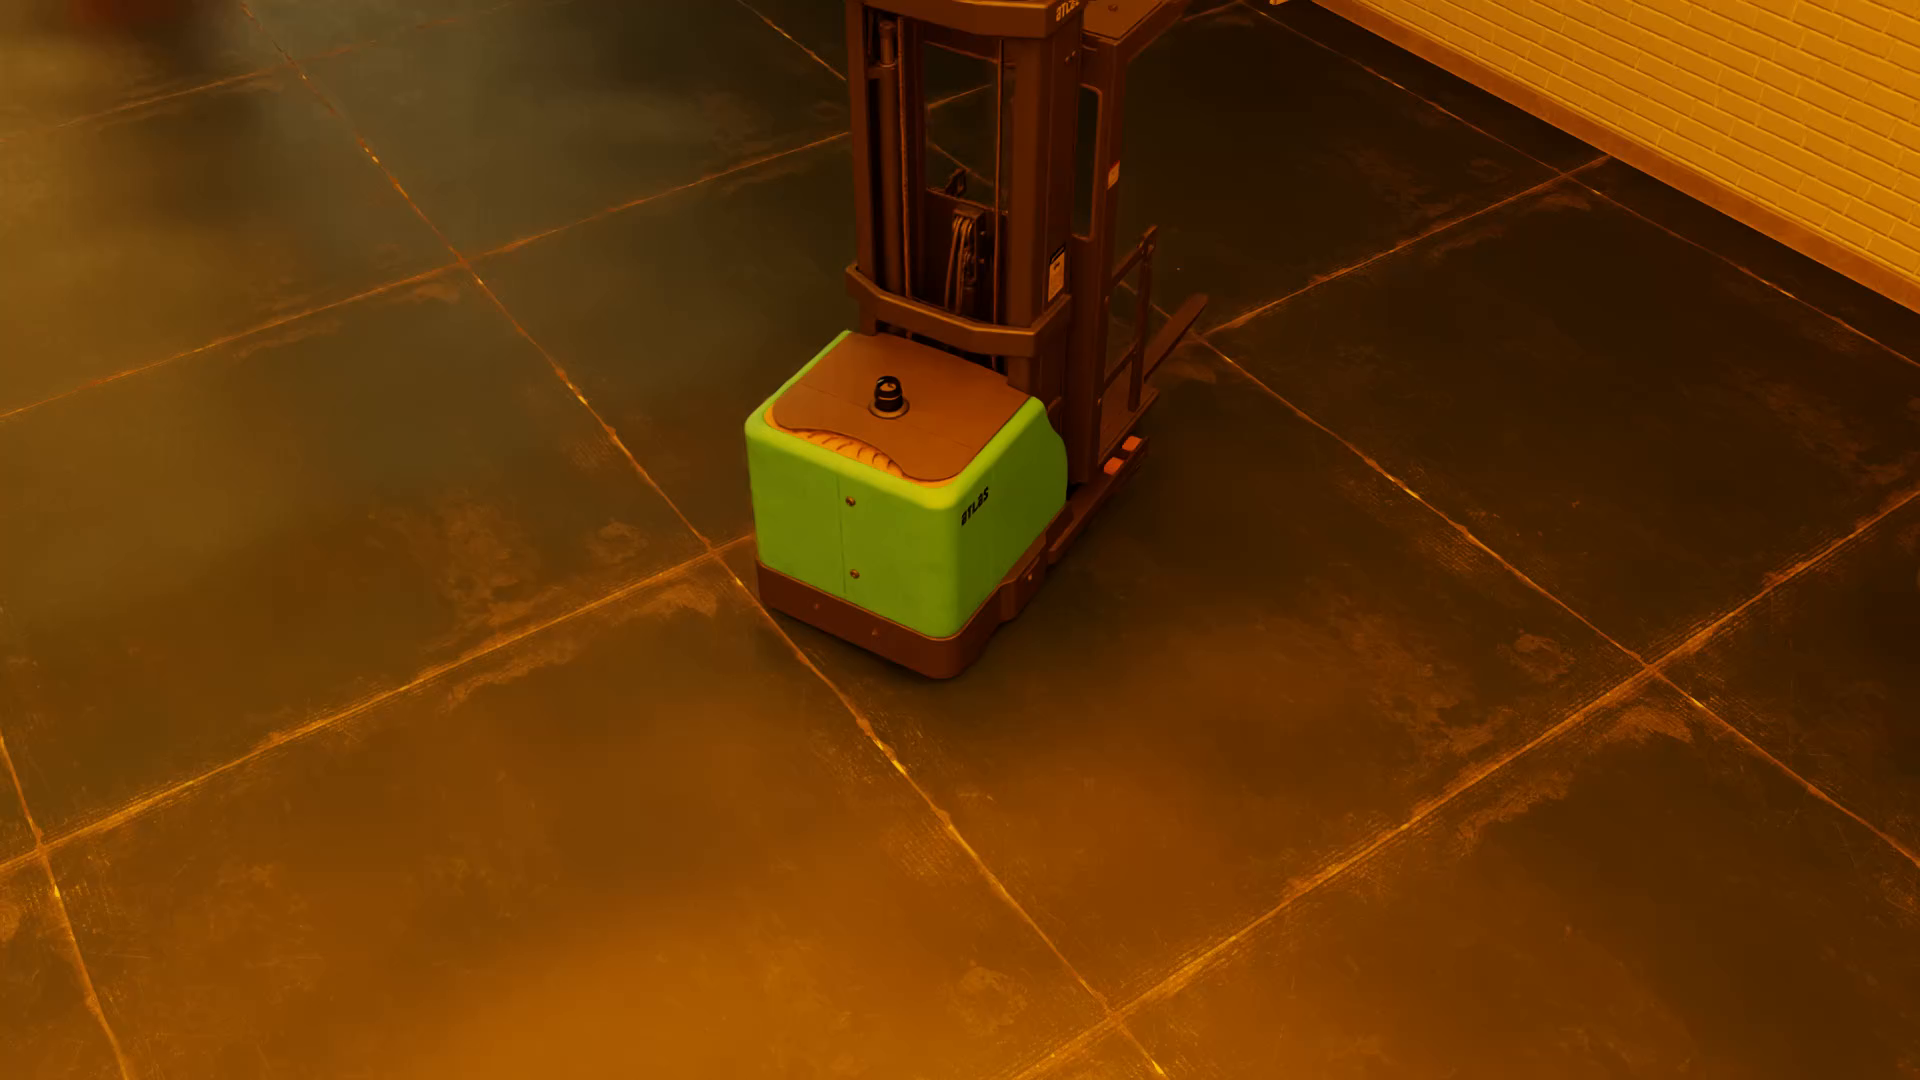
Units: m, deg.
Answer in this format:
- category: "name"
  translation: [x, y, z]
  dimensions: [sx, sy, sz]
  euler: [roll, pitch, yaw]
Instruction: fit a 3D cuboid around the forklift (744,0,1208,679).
- category: "forklift"
  translation: [0.278, -1.464, 7.304]
  dimensions: [1.130, 2.935, 3.031]
  euler: [22, 47, 22]
